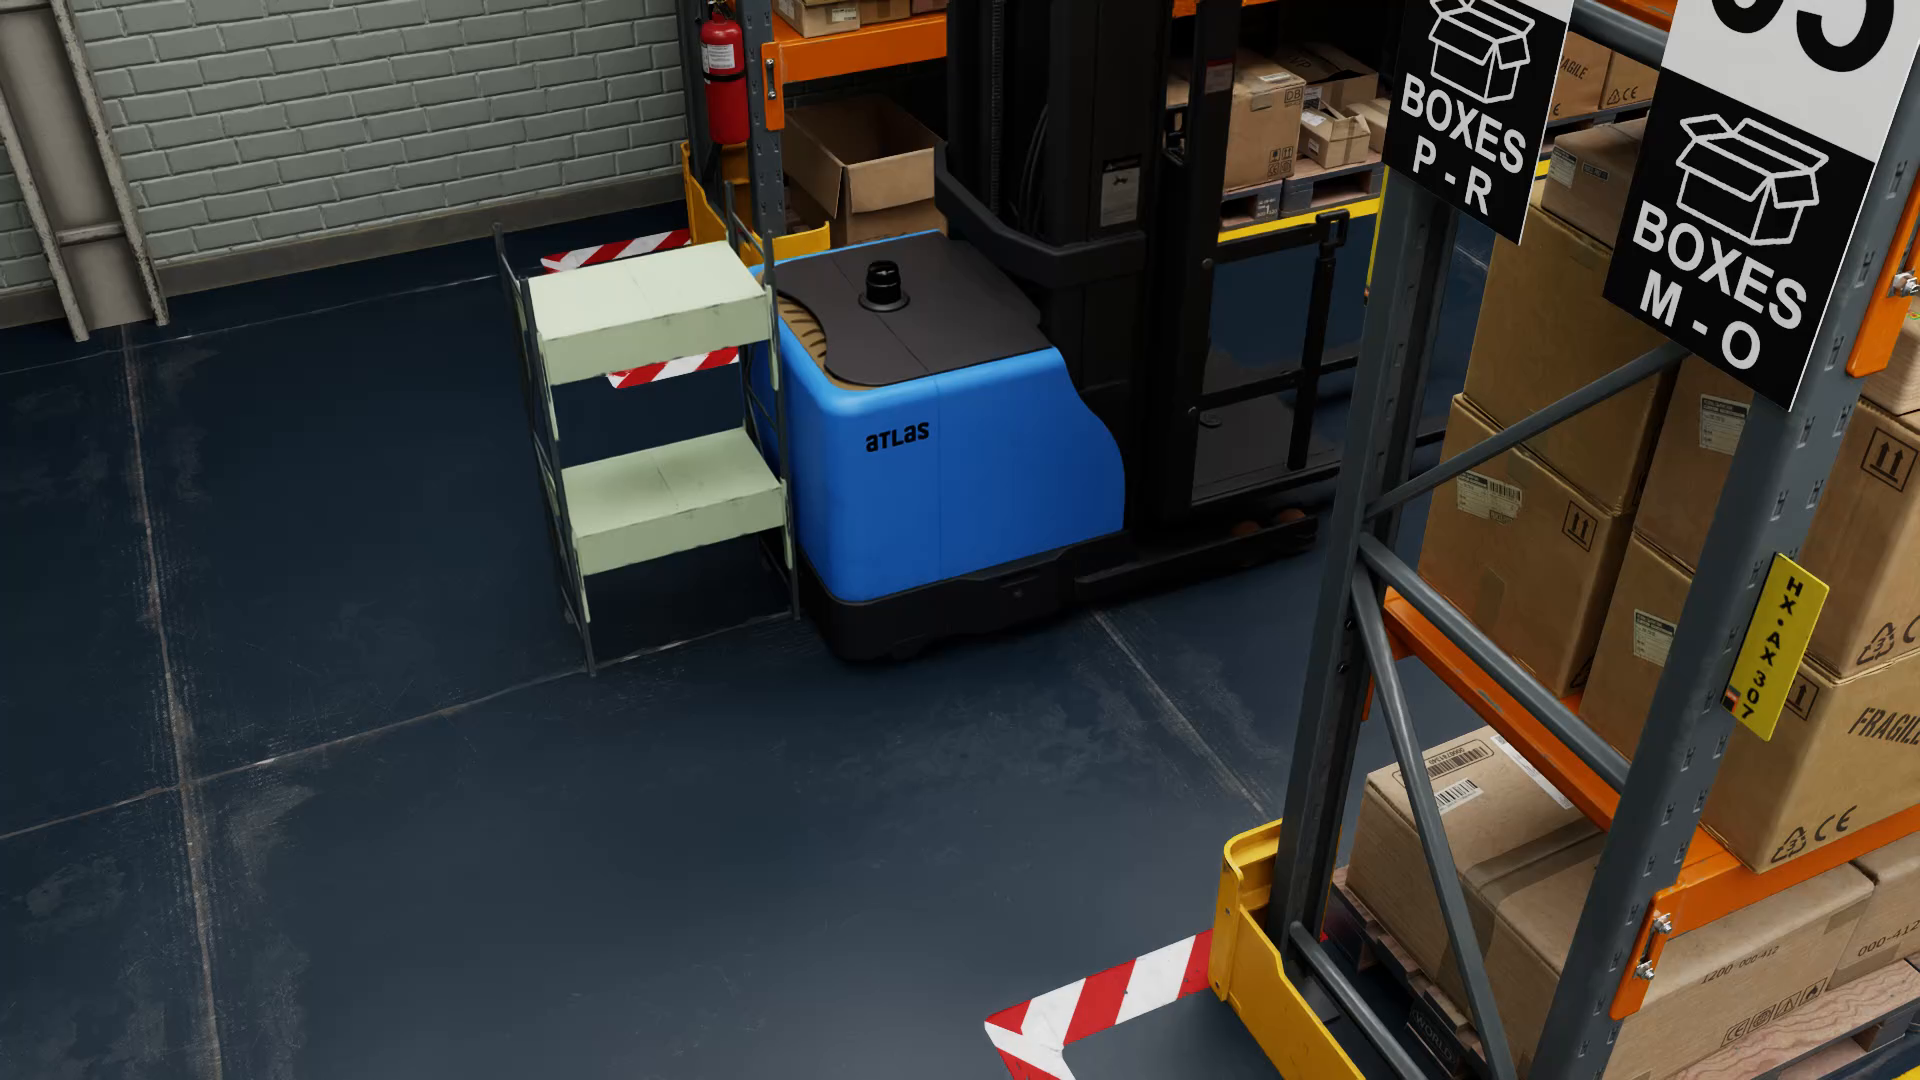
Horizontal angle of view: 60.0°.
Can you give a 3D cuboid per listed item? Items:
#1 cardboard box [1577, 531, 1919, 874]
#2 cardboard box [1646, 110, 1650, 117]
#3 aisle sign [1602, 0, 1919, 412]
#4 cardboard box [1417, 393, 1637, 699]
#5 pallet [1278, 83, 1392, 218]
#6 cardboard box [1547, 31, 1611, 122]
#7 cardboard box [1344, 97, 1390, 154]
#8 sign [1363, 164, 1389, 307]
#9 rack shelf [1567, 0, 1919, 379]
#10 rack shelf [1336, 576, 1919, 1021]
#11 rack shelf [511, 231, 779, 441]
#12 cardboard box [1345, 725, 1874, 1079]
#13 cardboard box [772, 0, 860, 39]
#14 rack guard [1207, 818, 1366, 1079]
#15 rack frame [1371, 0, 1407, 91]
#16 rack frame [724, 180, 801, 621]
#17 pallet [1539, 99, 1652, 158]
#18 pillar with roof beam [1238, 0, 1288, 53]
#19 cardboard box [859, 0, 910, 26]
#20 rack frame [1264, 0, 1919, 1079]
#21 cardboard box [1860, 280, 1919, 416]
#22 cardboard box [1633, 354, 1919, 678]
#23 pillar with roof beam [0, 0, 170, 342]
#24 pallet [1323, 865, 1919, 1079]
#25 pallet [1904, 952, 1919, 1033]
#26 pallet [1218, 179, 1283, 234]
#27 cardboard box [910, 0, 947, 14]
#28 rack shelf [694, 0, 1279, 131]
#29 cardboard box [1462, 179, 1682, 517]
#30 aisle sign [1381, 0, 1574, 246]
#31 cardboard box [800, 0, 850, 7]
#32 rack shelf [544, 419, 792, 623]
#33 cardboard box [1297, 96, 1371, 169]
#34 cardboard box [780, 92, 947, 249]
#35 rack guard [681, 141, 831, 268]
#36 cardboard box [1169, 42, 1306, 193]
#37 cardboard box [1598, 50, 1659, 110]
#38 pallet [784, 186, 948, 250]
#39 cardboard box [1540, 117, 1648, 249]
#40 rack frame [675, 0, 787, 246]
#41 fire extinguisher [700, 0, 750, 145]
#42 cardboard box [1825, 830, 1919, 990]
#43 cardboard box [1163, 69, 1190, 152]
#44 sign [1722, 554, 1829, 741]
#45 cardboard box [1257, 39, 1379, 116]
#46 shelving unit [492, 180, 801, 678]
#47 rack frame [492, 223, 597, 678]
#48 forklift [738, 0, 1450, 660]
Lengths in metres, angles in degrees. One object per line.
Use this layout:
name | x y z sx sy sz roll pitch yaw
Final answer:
cardboard box | 1.646 0.250 3.312 0.500 0.500 0.500 -16 39 -20
cardboard box | 1.549 -0.722 3.238 0.250 0.149 0.380 -15 39 -19
aisle sign | 1.148 -0.613 2.377 0.004 0.787 0.394 -16 39 -20
cardboard box | 1.414 -0.049 3.714 0.500 0.500 0.500 -15 39 -20
pallet | 1.976 -2.139 8.956 1.213 0.211 1.003 -16 39 -20
cardboard box | 3.132 -2.598 8.980 0.500 0.500 0.500 -14 39 -18
cardboard box | 2.219 -2.156 8.680 0.250 0.149 0.380 -17 40 -21
sign | 0.872 -0.600 3.370 0.005 0.325 0.100 -16 39 -20
rack shelf | 2.900 -1.166 3.390 4.000 0.370 1.077 -16 39 -20
rack shelf | 2.900 0.039 4.283 4.000 0.370 1.077 -16 39 -20
rack shelf | -0.988 -0.650 5.212 0.720 0.370 0.431 -15 39 -19
cardboard box | 1.645 0.896 4.323 0.875 0.438 0.875 -17 40 -21
cardboard box | -0.609 -2.254 6.982 0.250 0.149 0.380 -16 39 -20
rack guard | 1.068 1.266 4.123 0.348 0.500 1.175 -16 39 -20
rack frame | 2.598 -3.432 8.359 0.127 3.000 1.000 -16 39 -20
rack frame | -0.655 -0.426 5.566 0.023 1.500 0.400 -15 39 -19
pallet | 3.318 -2.538 9.495 1.213 0.211 1.003 -16 39 -20
pillar with roof beam | 3.414 -3.830 3.860 0.400 9.000 9.100 -16 39 -20
cardboard box | -0.398 -2.343 7.102 0.250 0.149 0.380 -15 39 -19
rack frame | 1.090 0.256 3.386 0.127 3.000 1.000 -16 39 -20
cardboard box | 1.529 -0.386 2.785 0.250 0.149 0.380 -15 39 -19
cardboard box | 1.645 -0.153 3.015 0.500 0.500 0.500 -16 40 -21
pillar with roof beam | -2.017 -2.311 1.812 0.400 9.000 9.100 -16 39 -20
pallet | 1.780 1.132 4.547 1.213 0.211 1.003 -16 39 -20
pallet | 2.883 0.825 4.960 1.213 0.211 1.003 -16 39 -20
pallet | 0.870 -1.827 8.537 1.213 0.211 1.003 -16 39 -20
cardboard box | -0.175 -2.428 7.217 0.250 0.149 0.380 -16 40 -21
rack shelf | 0.788 -2.637 7.891 4.000 0.370 1.077 -16 39 -20
cardboard box | 1.425 -0.436 3.396 0.500 0.500 0.500 -14 39 -18
aisle sign | 0.893 -0.937 2.813 0.004 0.787 0.394 -16 39 -20
cardboard box | -0.498 -2.448 6.909 0.500 0.250 0.500 -15 39 -20
rack shelf | -0.988 -0.074 5.638 0.720 0.370 0.431 -15 39 -19
cardboard box | 1.895 -2.113 8.523 0.258 0.266 0.396 -14 39 -18
cardboard box | -0.429 -1.689 7.753 0.637 0.503 0.797 -17 40 -22
rack guard | -0.954 -1.435 7.765 0.348 0.500 1.175 -16 39 -20
cardboard box | 1.301 -2.146 8.371 0.500 0.500 0.700 -17 40 -22
cardboard box | 3.609 -2.738 9.169 0.500 0.500 0.500 -16 40 -21
pallet | -0.233 -1.521 8.124 1.213 0.211 1.003 -16 39 -20
cardboard box | 1.329 -0.645 3.134 0.250 0.149 0.380 -15 39 -19
rack frame | -1.023 -2.419 6.994 0.127 3.000 1.000 -16 39 -20
fire extinguisher | -0.960 -1.952 6.742 0.183 0.674 0.296 -16 39 -20
cardboard box | 2.469 0.660 4.641 0.875 0.438 0.875 -15 39 -19
cardboard box | 0.883 -1.963 8.125 0.500 0.500 0.500 -15 39 -19
sign | 1.320 0.178 2.699 0.005 0.325 0.100 -16 39 -20
cardboard box | 1.900 -2.481 8.981 0.500 0.311 0.500 -14 39 -18
shelving unit | -0.988 -0.336 5.444 0.755 1.500 0.431 -15 39 -19
rack frame | -1.321 -0.246 5.323 0.023 1.500 0.400 -15 39 -19
forklift | 0.767 -1.351 5.611 3.031 2.935 1.130 -15 39 -19
